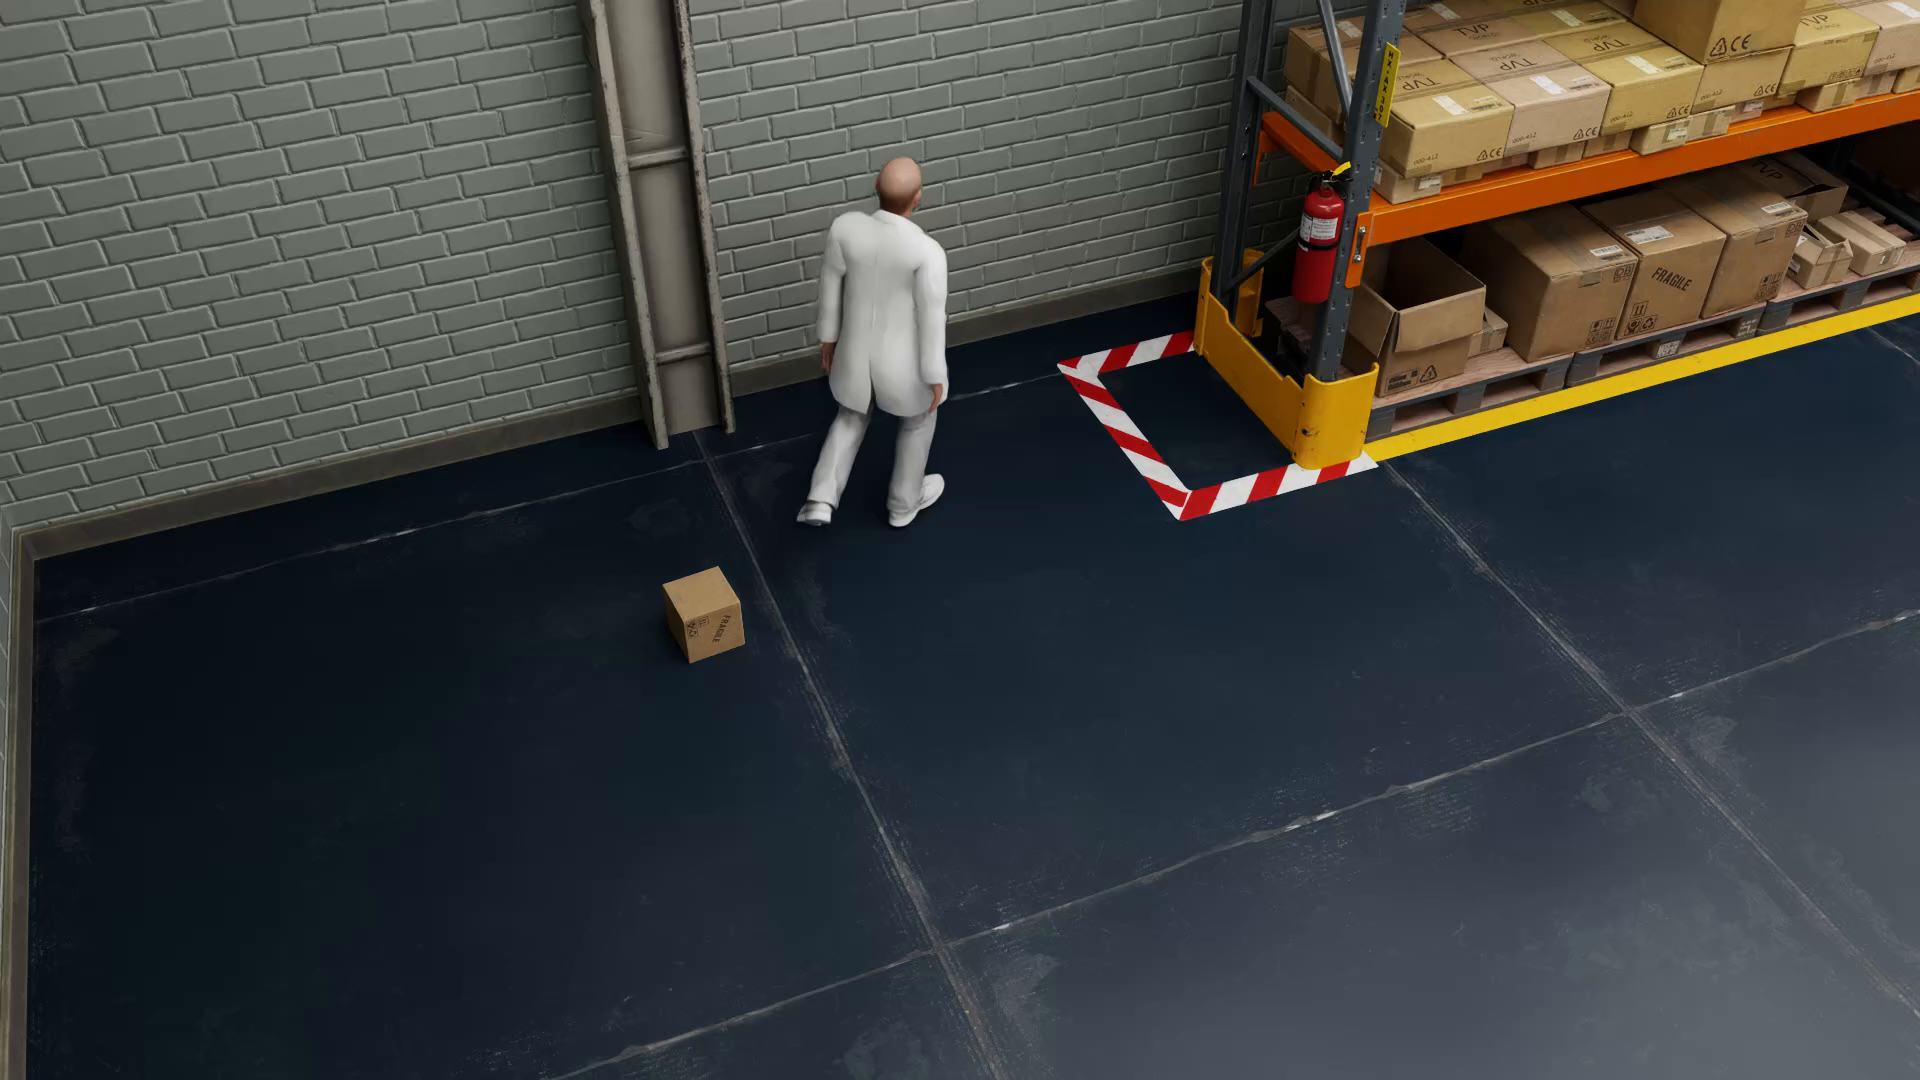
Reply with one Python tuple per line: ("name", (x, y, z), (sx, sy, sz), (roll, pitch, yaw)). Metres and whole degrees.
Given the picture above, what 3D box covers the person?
("person", (-0.373, -0.725, 6.987), (0.626, 1.752, 0.781), (19, 45, 20))
